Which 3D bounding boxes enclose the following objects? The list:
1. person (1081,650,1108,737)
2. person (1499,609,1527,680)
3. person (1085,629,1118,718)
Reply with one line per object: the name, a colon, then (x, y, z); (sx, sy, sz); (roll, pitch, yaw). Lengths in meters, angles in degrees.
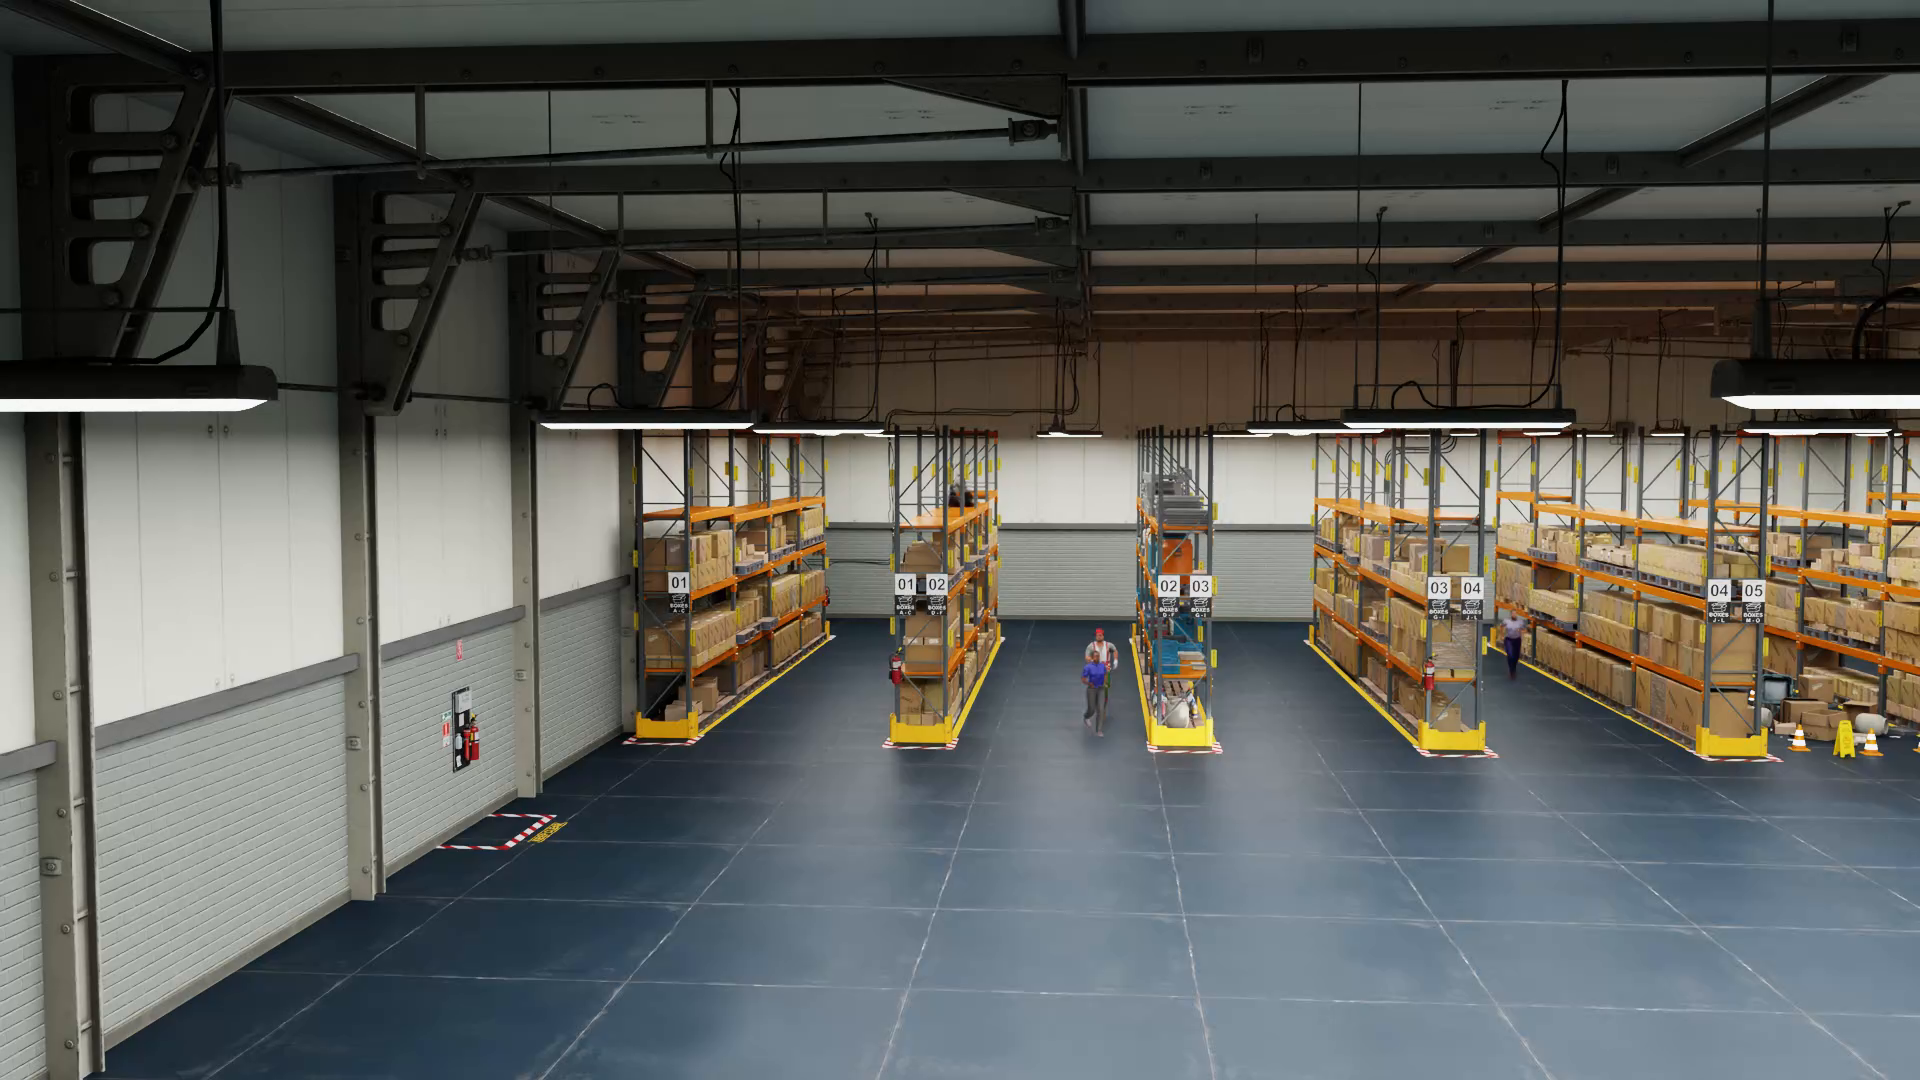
person: (2.639, 2.965, 32.240); (0.581, 1.616, 0.867); (-1, 4, -13)
person: (13.290, 2.477, 39.938); (0.599, 1.650, 0.919); (0, 3, 7)
person: (2.936, 2.755, 34.653); (0.669, 1.812, 0.893); (0, 3, 8)
